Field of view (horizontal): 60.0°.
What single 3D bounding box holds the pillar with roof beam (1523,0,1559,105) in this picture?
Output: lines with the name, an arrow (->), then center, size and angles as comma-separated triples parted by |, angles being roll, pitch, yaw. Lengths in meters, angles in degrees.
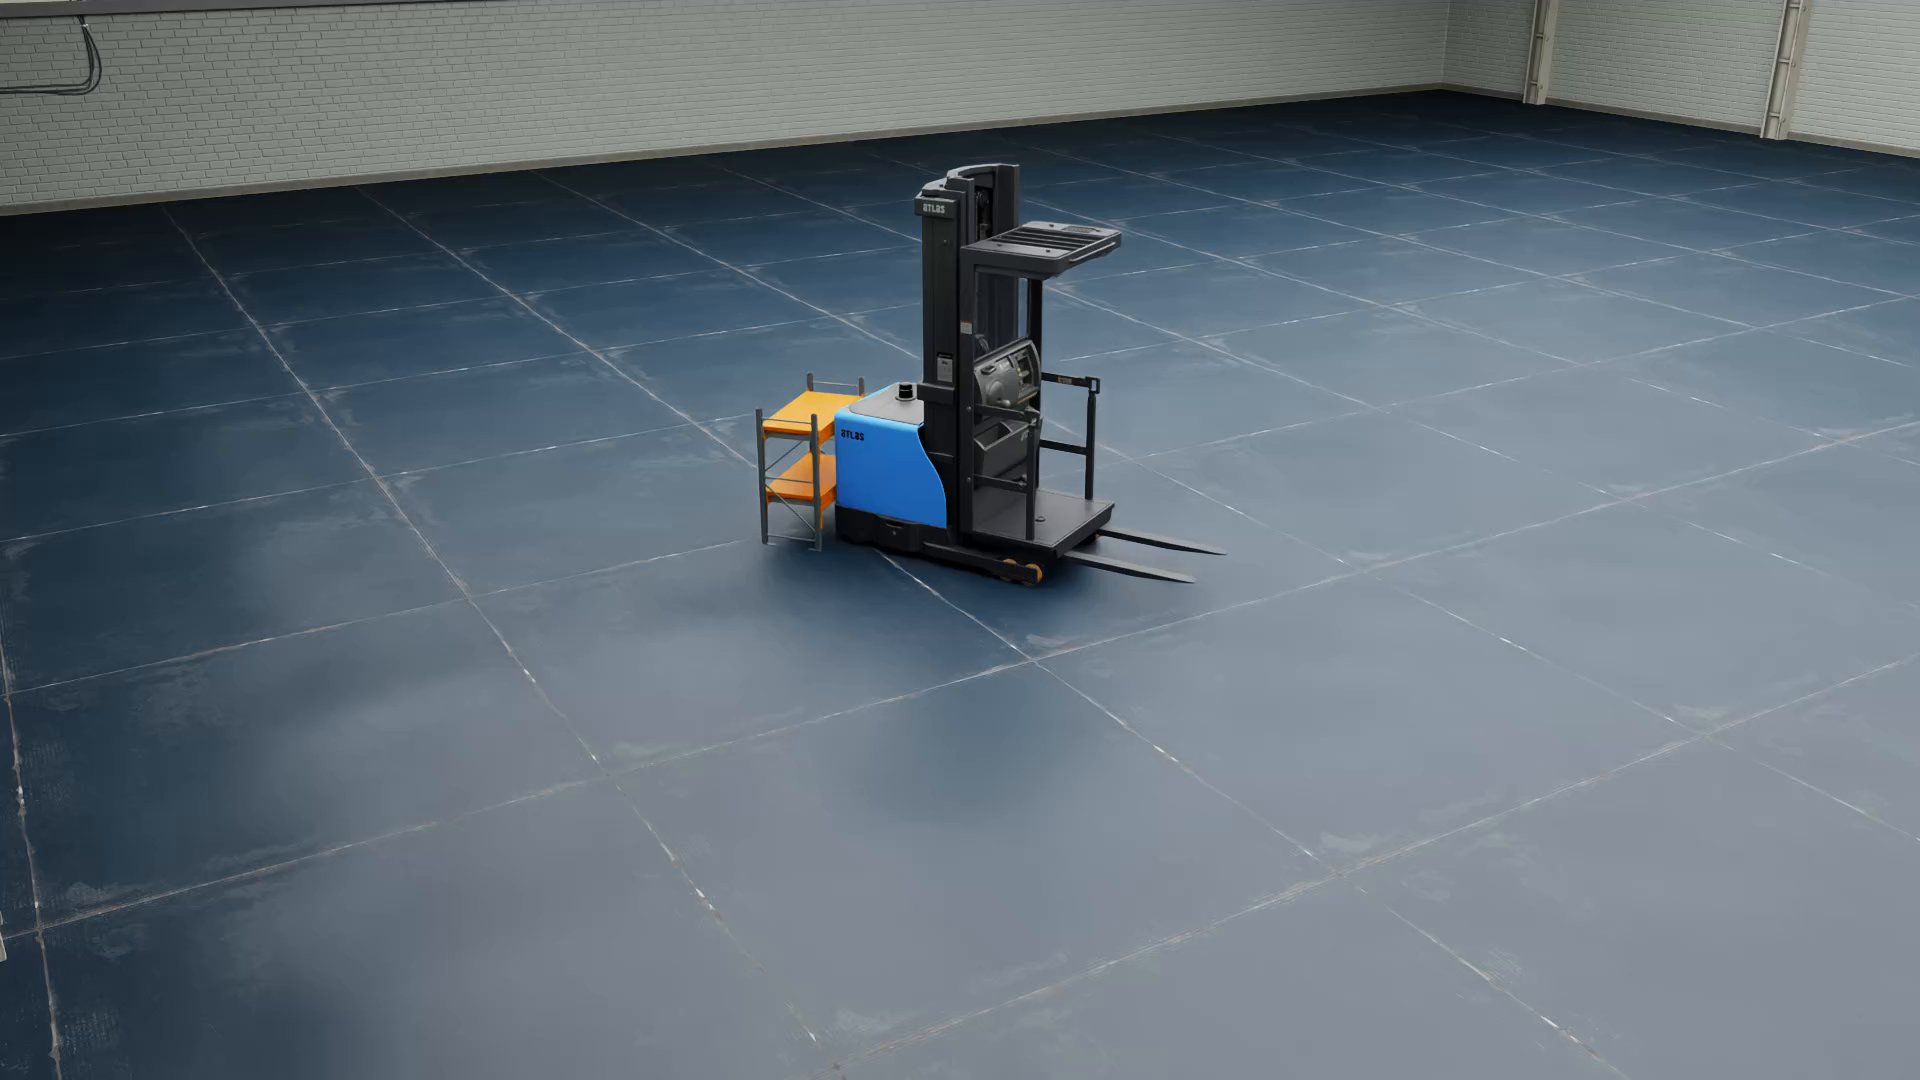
pillar with roof beam -> 9.253, -13.193, 33.787 | 9.100, 9.000, 0.400 | -13, 25, -28

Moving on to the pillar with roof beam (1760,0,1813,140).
pillar with roof beam -> 12.318, -11.251, 29.008 | 9.100, 9.000, 0.400 | -13, 25, -28

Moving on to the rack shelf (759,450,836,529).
rack shelf -> -1.173, -0.420, 13.467 | 0.538, 0.278, 1.000 | 7, 23, 16

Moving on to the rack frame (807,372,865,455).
rack frame -> -1.018, -0.829, 13.824 | 0.500, 1.125, 0.032 | 7, 23, 16

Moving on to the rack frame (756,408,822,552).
rack frame -> -1.328, -0.464, 12.927 | 0.500, 1.125, 0.032 | 7, 23, 16

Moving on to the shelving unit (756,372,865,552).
shelving unit -> -1.173, -0.647, 13.375 | 0.538, 1.125, 1.048 | 7, 23, 16

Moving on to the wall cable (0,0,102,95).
wall cable -> -14.495, -7.732, 24.474 | 3.097, 2.526, 0.112 | -13, 25, -28

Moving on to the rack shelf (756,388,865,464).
rack shelf -> -1.173, -0.918, 13.265 | 0.538, 0.278, 1.000 | 7, 23, 16

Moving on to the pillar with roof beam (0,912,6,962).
pillar with roof beam -> -1.231, -2.964, 8.619 | 9.100, 9.000, 0.400 | -13, 25, -28

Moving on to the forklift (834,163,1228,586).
forklift -> 0.539, -1.240, 12.436 | 3.031, 2.935, 1.130 | 12, 25, 28
